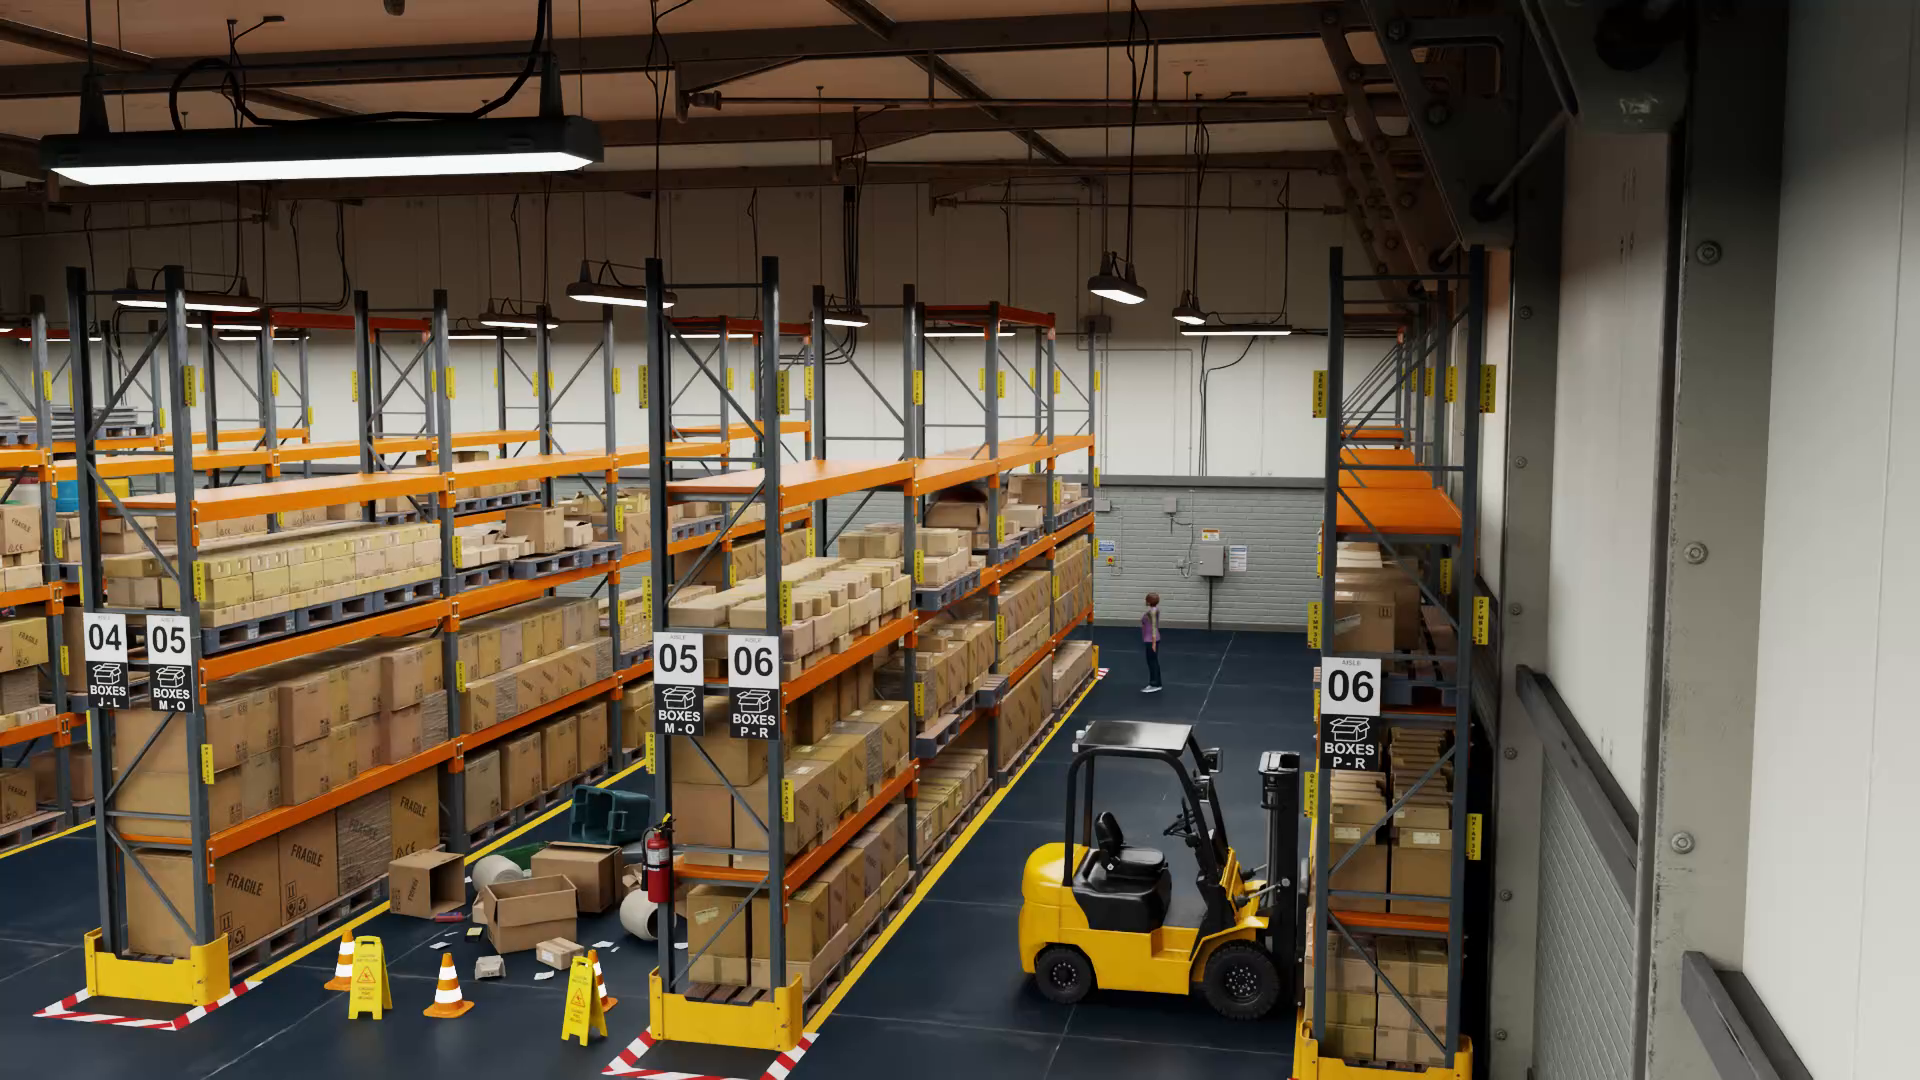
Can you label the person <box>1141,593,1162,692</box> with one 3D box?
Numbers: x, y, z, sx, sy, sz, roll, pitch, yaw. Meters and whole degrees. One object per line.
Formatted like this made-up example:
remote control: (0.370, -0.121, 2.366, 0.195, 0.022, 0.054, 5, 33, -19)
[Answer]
person: (3.110, 1.660, 26.907, 0.333, 1.580, 0.478, 2, 6, 15)
